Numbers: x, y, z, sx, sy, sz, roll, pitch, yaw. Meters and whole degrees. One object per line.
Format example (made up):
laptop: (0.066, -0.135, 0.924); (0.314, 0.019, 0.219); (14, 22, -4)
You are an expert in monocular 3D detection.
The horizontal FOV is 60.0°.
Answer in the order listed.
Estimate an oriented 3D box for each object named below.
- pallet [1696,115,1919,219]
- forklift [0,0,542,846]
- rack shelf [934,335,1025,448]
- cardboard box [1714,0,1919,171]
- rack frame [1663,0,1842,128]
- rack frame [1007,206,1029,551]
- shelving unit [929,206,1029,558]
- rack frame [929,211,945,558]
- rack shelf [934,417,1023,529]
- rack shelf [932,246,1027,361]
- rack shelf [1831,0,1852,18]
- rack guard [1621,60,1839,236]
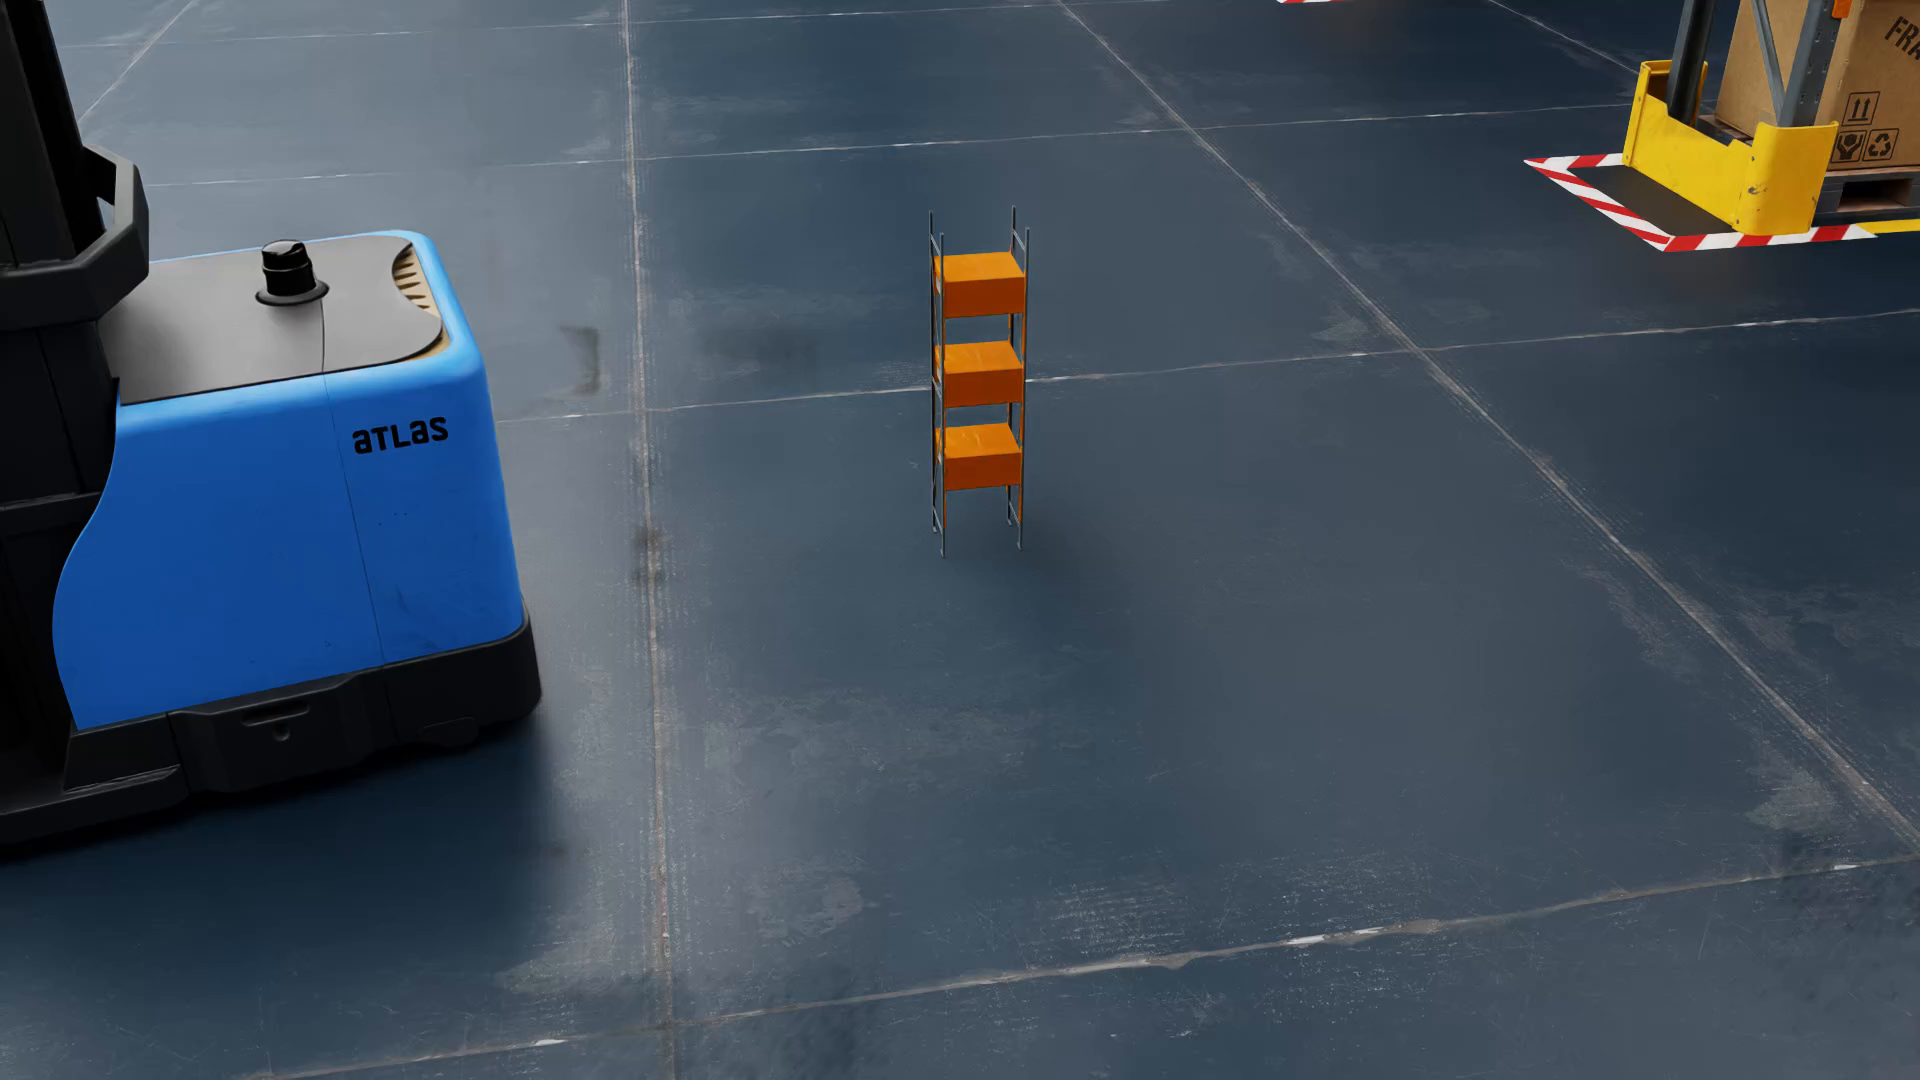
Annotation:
pallet: (4.464, -1.897, 8.268); (1.213, 0.211, 1.003); (-5, 31, -9)
forklift: (-2.675, -0.699, 3.547); (3.031, 2.935, 1.130); (-12, 33, -20)
rack shelf: (0.053, -0.448, 4.998); (0.240, 0.259, 0.215); (-5, 31, -9)
cardboard box: (4.346, -2.347, 7.964); (0.875, 0.875, 0.875); (-5, 31, -9)
rack frame: (3.691, -2.987, 7.371); (0.127, 3.000, 1.000); (-5, 31, -9)
rack frame: (0.173, -0.469, 5.011); (0.008, 1.050, 0.200); (-5, 31, -9)
shelving unit: (0.053, -0.457, 4.992); (0.252, 1.050, 0.215); (-5, 31, -9)
rack frame: (-0.067, -0.446, 4.973); (0.008, 1.050, 0.200); (-5, 31, -9)
rack shelf: (0.053, -0.209, 5.138); (0.240, 0.259, 0.215); (-5, 31, -9)
rack shelf: (0.053, -0.693, 4.854); (0.240, 0.259, 0.215); (-5, 31, -9)
rack shelf: (5.659, -2.860, 7.864); (4.000, 0.370, 1.077); (-5, 31, -9)
rack guard: (3.668, -1.907, 8.001); (0.348, 0.500, 1.175); (-5, 31, -9)
